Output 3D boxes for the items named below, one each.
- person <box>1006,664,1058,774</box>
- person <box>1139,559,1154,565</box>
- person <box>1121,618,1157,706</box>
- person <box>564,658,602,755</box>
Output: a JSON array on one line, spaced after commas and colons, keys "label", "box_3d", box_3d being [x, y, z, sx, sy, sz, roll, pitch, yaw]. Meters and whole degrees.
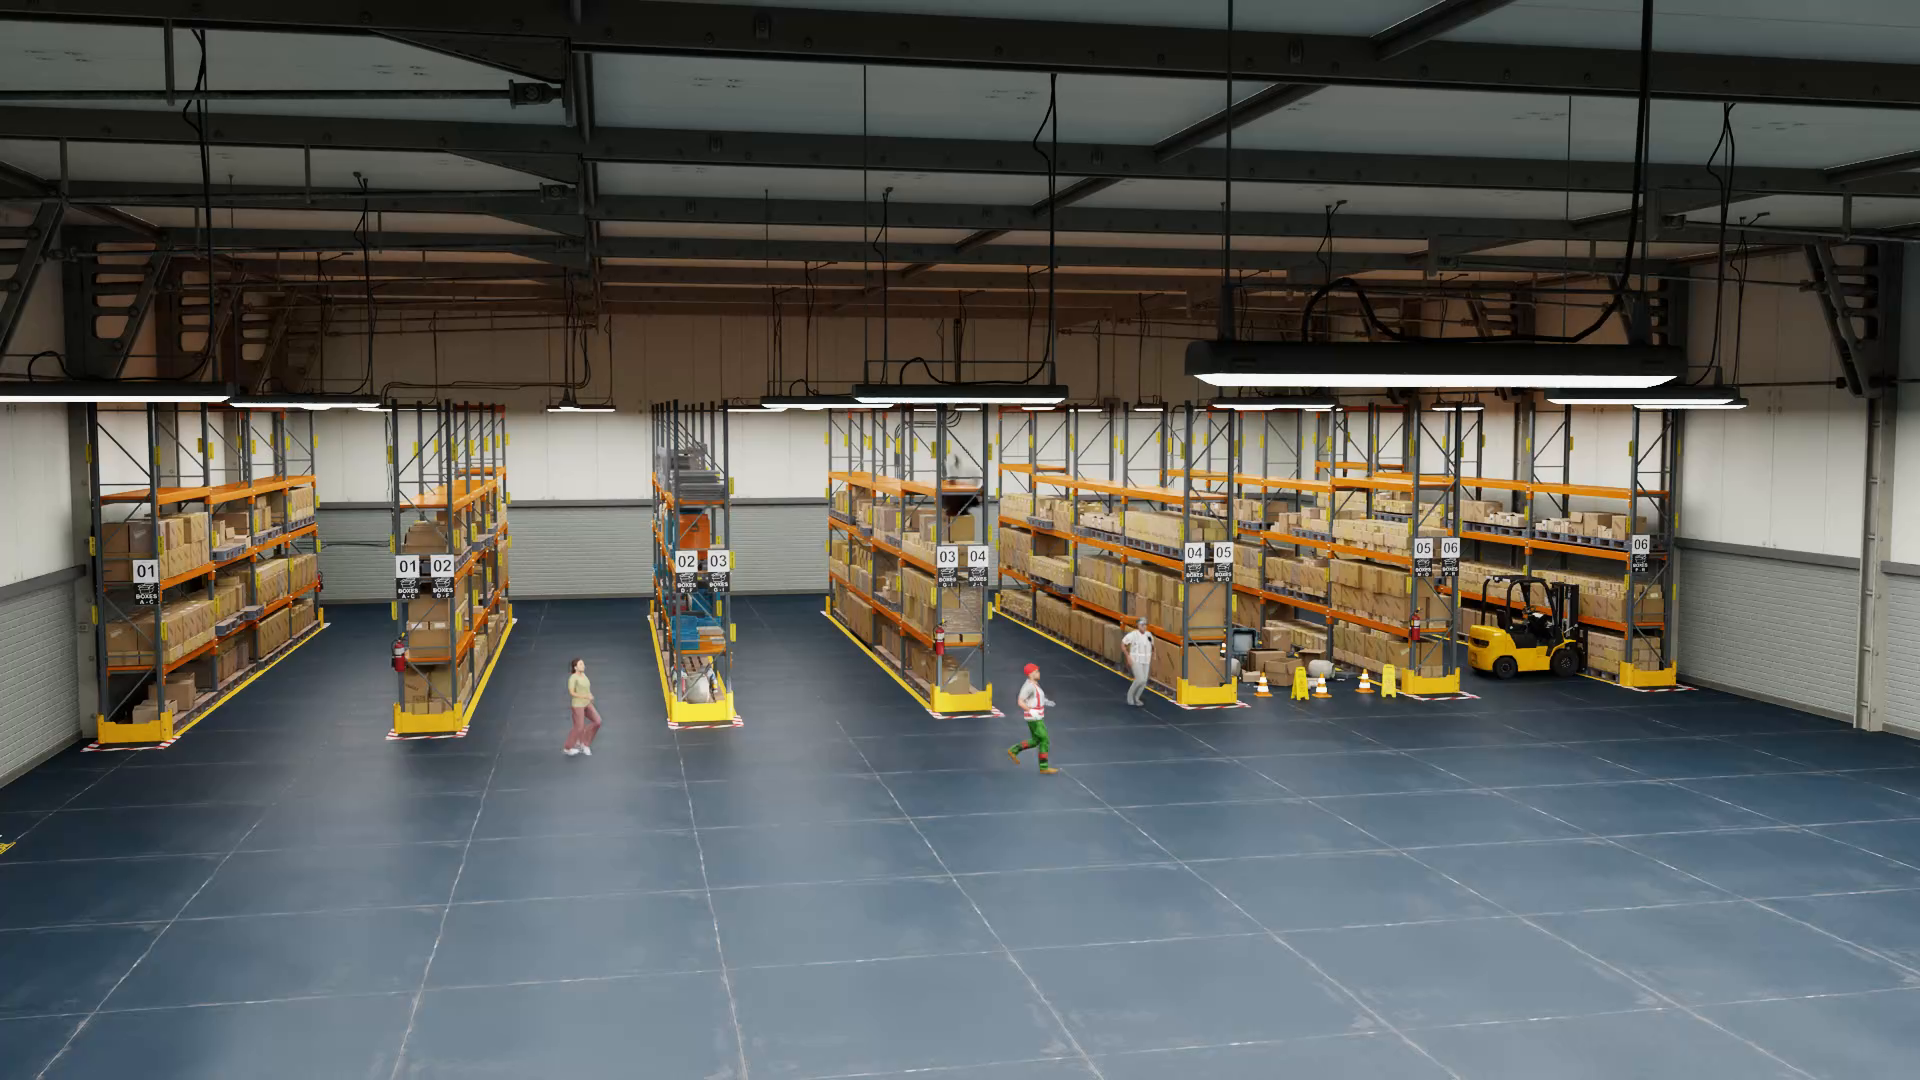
[{"label": "person", "box_3d": [1.150, 2.846, 26.535, 0.856, 1.759, 0.668, 1, 4, 11]}, {"label": "person", "box_3d": [5.787, 1.059, 50.909, 0.679, 1.682, 0.659, -2, 5, -25]}, {"label": "person", "box_3d": [3.573, 2.394, 32.645, 0.667, 1.752, 0.614, -2, 5, -29]}, {"label": "person", "box_3d": [-6.371, 2.797, 27.927, 0.644, 1.653, 0.582, 2, 5, 20]}]
